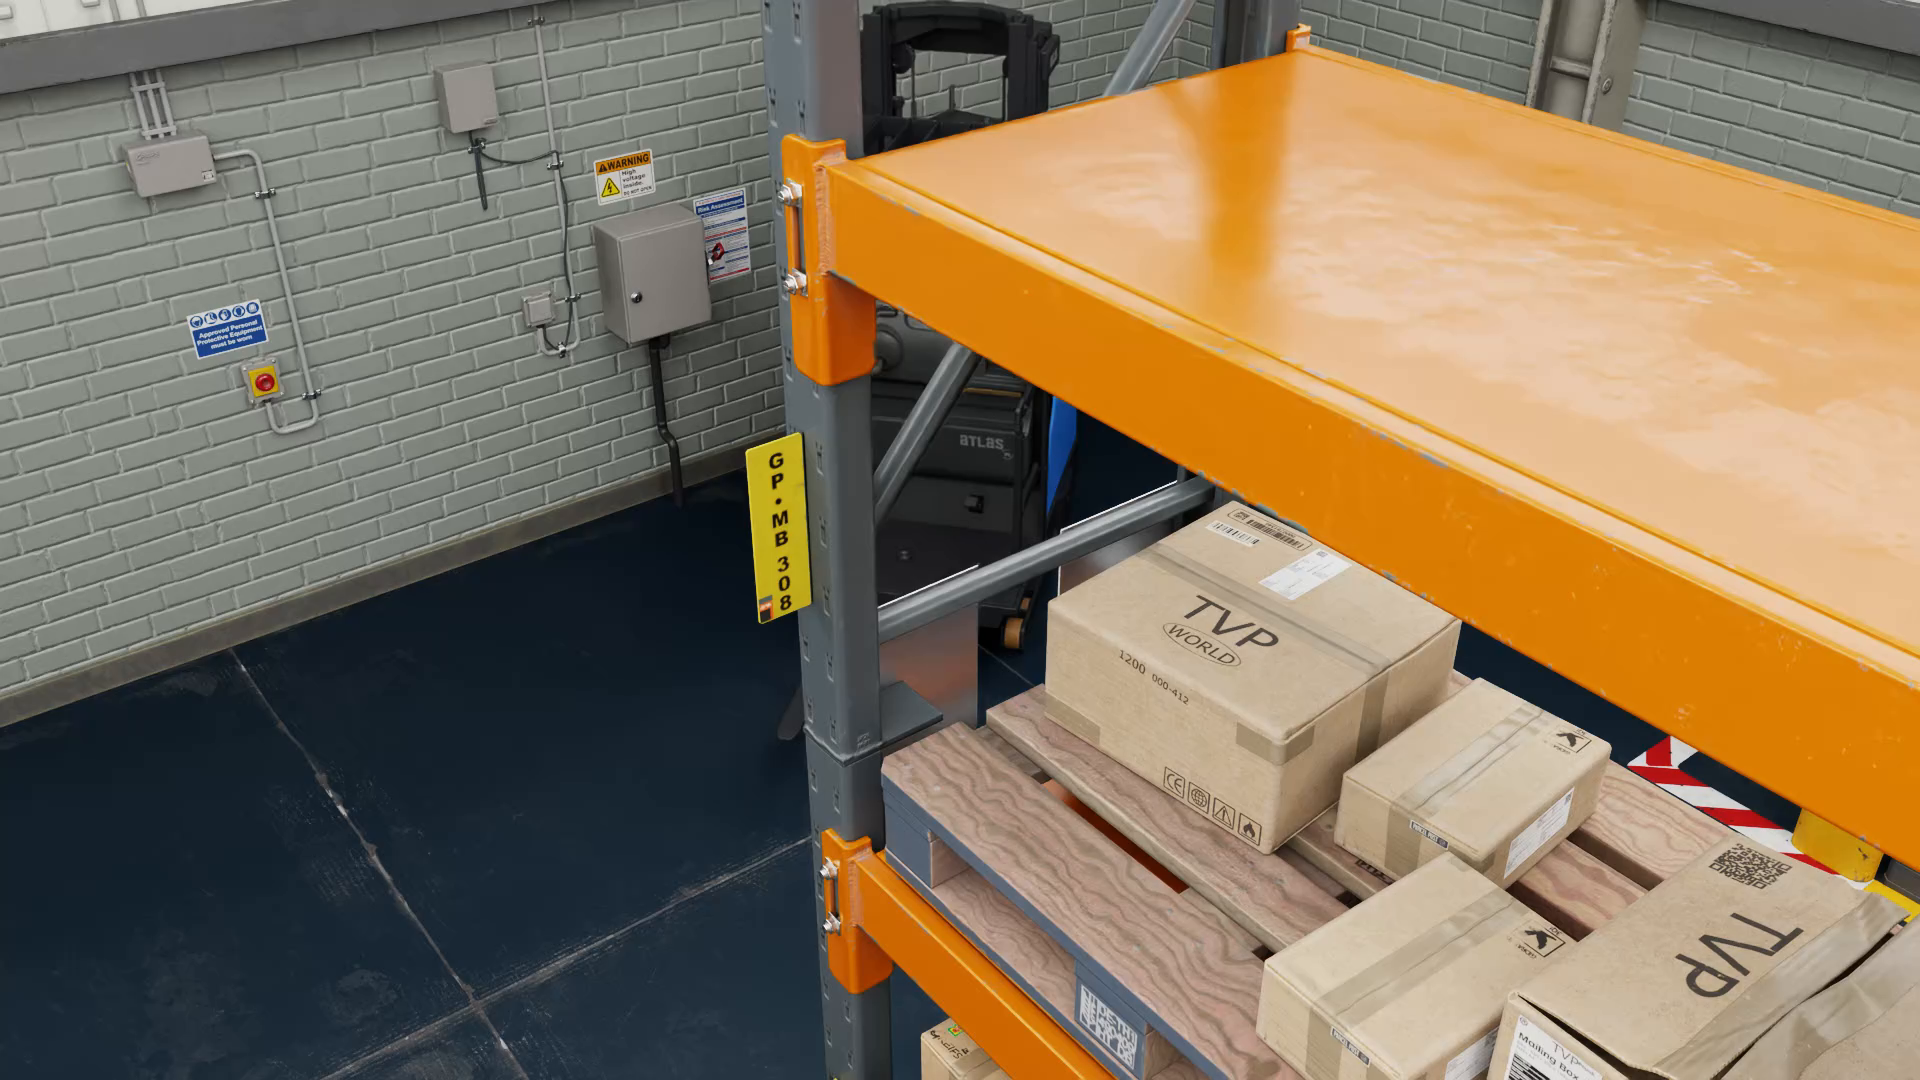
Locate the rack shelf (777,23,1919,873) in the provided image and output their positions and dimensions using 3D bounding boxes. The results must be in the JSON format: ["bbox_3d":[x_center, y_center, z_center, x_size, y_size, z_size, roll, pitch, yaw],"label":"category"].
[{"bbox_3d":[1.377,0.247,1.384,1.077,0.370,4.000,-22,38,-31],"label":"rack shelf"}]

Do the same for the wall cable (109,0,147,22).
[{"bbox_3d":[-3.560,-3.342,6.101,0.463,3.000,0.029,-22,38,-31],"label":"wall cable"}]

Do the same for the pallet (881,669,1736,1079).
[{"bbox_3d":[0.614,0.556,2.753,1.003,0.211,1.213,-22,38,-31],"label":"pallet"}]

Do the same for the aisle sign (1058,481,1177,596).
[{"bbox_3d":[0.352,0.252,3.538,0.394,0.787,0.004,-22,38,-31],"label":"aisle sign"}]

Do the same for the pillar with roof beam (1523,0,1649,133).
[{"bbox_3d":[-0.273,-2.692,5.055,9.100,9.000,0.400,-22,38,-31],"label":"pillar with roof beam"}]

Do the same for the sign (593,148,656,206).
[{"bbox_3d":[-1.747,-1.894,8.674,0.339,0.242,0.001,-22,38,-31],"label":"sign"}]

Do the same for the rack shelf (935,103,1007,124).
[{"bbox_3d":[0.047,-2.113,9.360,0.480,0.518,0.431,21,37,29],"label":"rack shelf"}]

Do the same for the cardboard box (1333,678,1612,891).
[{"bbox_3d":[0.818,0.405,2.657,0.380,0.149,0.250,-26,40,-35],"label":"cardboard box"}]

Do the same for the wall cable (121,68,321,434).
[{"bbox_3d":[-3.325,-1.301,7.509,0.585,1.953,0.123,-22,38,-31],"label":"wall cable"}]

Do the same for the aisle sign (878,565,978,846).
[{"bbox_3d":[-0.122,0.446,3.225,0.394,0.787,0.004,-22,38,-31],"label":"aisle sign"}]

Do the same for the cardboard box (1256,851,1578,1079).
[{"bbox_3d":[0.636,0.626,2.301,0.380,0.149,0.250,-21,37,-30],"label":"cardboard box"}]

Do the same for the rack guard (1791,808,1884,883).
[{"bbox_3d":[4.116,0.973,7.210,1.175,0.500,0.348,-22,38,-31],"label":"rack guard"}]

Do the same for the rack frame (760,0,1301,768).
[{"bbox_3d":[0.151,-1.062,2.431,1.000,3.000,0.127,-22,38,-31],"label":"rack frame"}]

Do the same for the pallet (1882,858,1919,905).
[{"bbox_3d":[4.606,1.427,6.752,1.003,0.211,1.213,-22,38,-31],"label":"pallet"}]

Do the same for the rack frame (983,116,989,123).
[{"bbox_3d":[0.246,-1.455,9.603,0.015,2.100,0.400,21,37,29],"label":"rack frame"}]

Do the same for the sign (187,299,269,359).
[{"bbox_3d":[-3.401,-0.981,7.730,0.327,0.218,0.001,-22,38,-31],"label":"sign"}]

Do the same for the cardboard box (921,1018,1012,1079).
[{"bbox_3d":[0.150,0.981,3.170,0.380,0.149,0.250,-21,38,-30],"label":"cardboard box"}]

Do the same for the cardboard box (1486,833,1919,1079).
[{"bbox_3d":[1.029,0.669,2.078,0.500,0.311,0.500,-22,38,-31],"label":"cardboard box"}]

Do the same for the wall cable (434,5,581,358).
[{"bbox_3d":[-2.212,-1.751,8.264,0.588,1.984,0.122,-22,38,-31],"label":"wall cable"}]

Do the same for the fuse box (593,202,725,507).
[{"bbox_3d":[-1.577,-0.928,9.122,0.539,1.711,0.414,-22,38,-31],"label":"fuse box"}]

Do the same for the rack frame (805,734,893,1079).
[{"bbox_3d":[0.151,1.486,4.014,1.000,3.000,0.127,-22,38,-31],"label":"rack frame"}]

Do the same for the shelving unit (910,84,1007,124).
[{"bbox_3d":[0.047,-1.529,9.722,0.503,2.100,0.431,21,37,29],"label":"shelving unit"}]

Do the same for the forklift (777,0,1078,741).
[{"bbox_3d":[-0.146,-0.912,7.941,1.130,2.935,3.031,7,33,11],"label":"forklift"}]

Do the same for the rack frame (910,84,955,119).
[{"bbox_3d":[-0.152,-1.604,9.842,0.015,2.100,0.400,21,37,29],"label":"rack frame"}]

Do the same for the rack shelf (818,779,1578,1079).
[{"bbox_3d":[1.377,1.351,2.070,1.077,0.370,4.000,-22,38,-31],"label":"rack shelf"}]

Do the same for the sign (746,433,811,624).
[{"bbox_3d":[-0.291,-0.016,2.686,0.100,0.325,0.005,-22,38,-31],"label":"sign"}]

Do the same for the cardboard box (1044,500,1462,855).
[{"bbox_3d":[0.498,0.213,2.870,0.500,0.250,0.500,-26,40,-36],"label":"cardboard box"}]

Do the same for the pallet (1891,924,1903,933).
[{"bbox_3d":[1.366,1.064,1.934,1.003,0.211,1.213,-22,38,-31],"label":"pallet"}]

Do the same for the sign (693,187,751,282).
[{"bbox_3d":[-1.313,-1.681,9.203,0.329,0.494,0.001,-22,38,-31],"label":"sign"}]
